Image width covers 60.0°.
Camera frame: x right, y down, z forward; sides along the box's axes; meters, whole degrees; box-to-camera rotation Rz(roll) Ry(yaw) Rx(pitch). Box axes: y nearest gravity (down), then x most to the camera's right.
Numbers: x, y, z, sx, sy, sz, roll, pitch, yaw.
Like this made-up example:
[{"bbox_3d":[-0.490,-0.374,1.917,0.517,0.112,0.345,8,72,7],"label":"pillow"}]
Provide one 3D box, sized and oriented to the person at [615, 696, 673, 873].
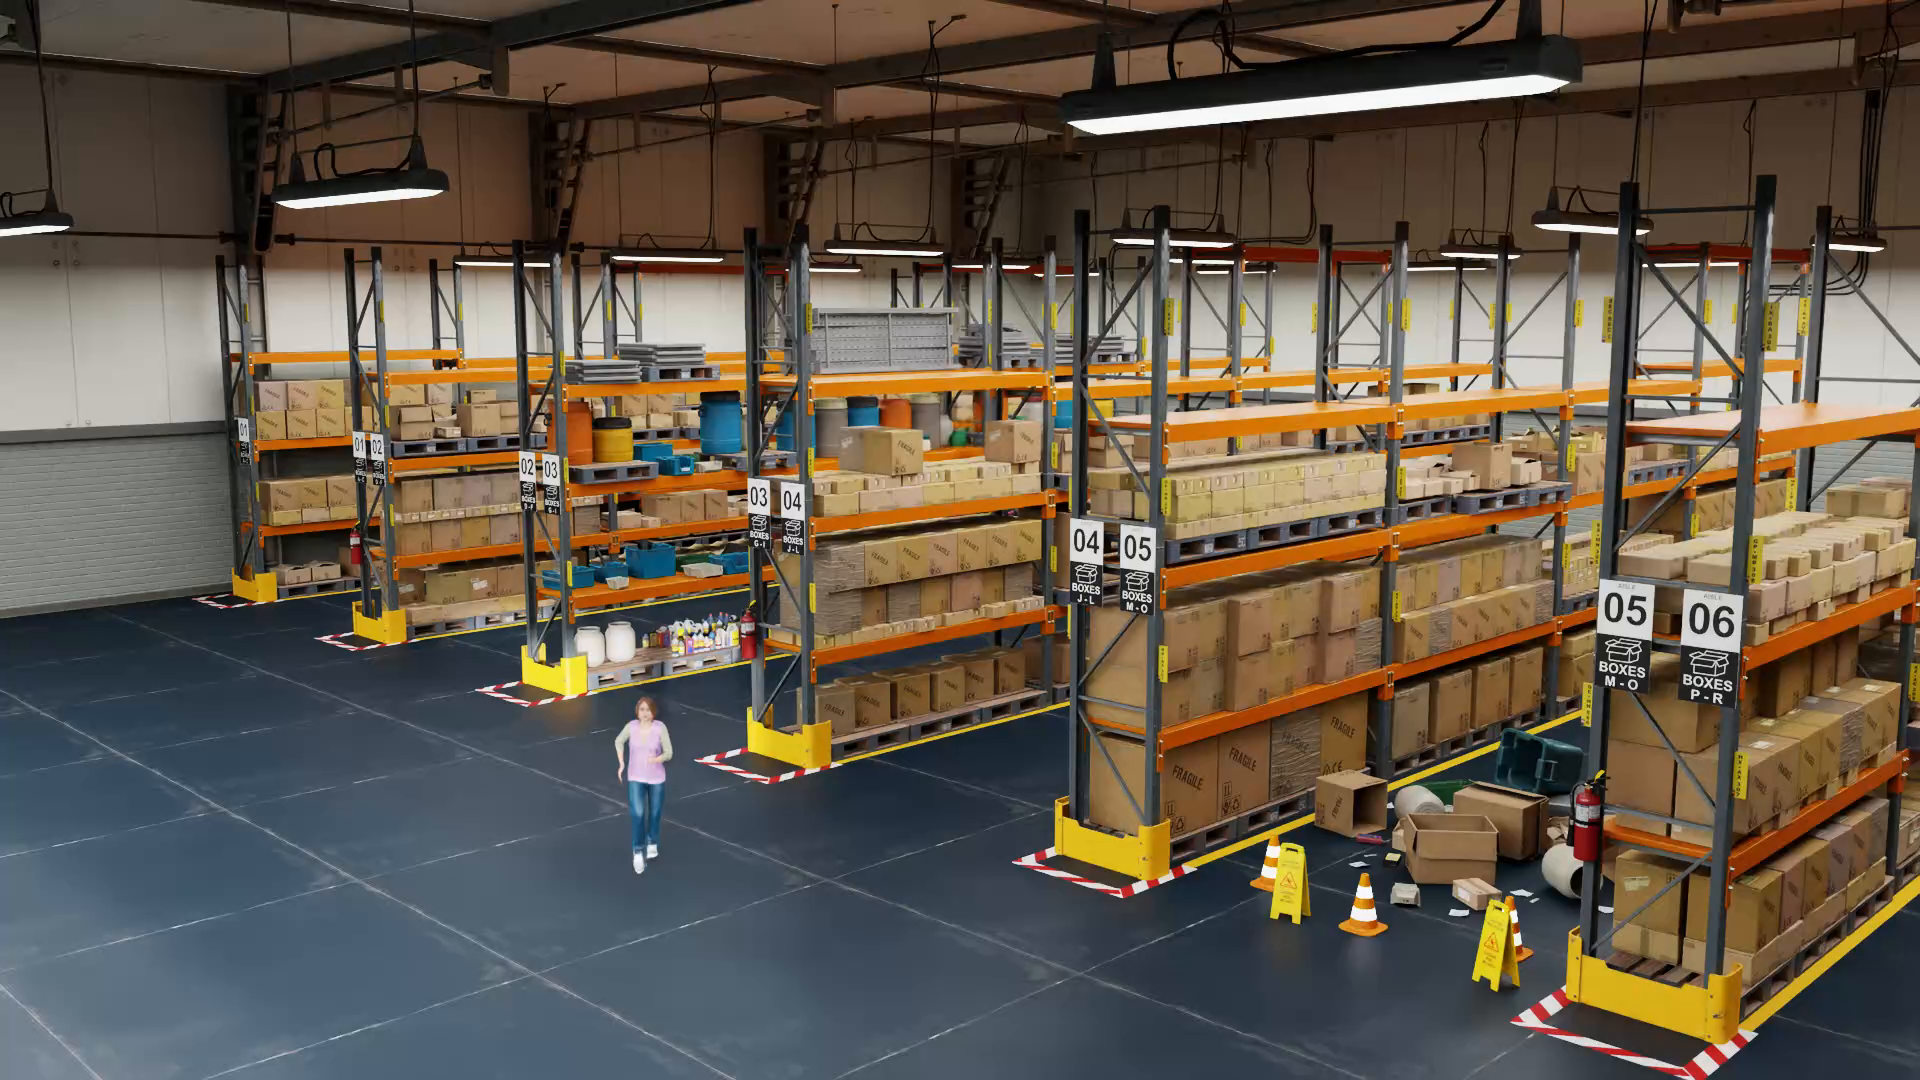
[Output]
[{"bbox_3d":[-2.885,2.229,15.242,0.506,1.618,0.685,-2,8,-14],"label":"person"}]
